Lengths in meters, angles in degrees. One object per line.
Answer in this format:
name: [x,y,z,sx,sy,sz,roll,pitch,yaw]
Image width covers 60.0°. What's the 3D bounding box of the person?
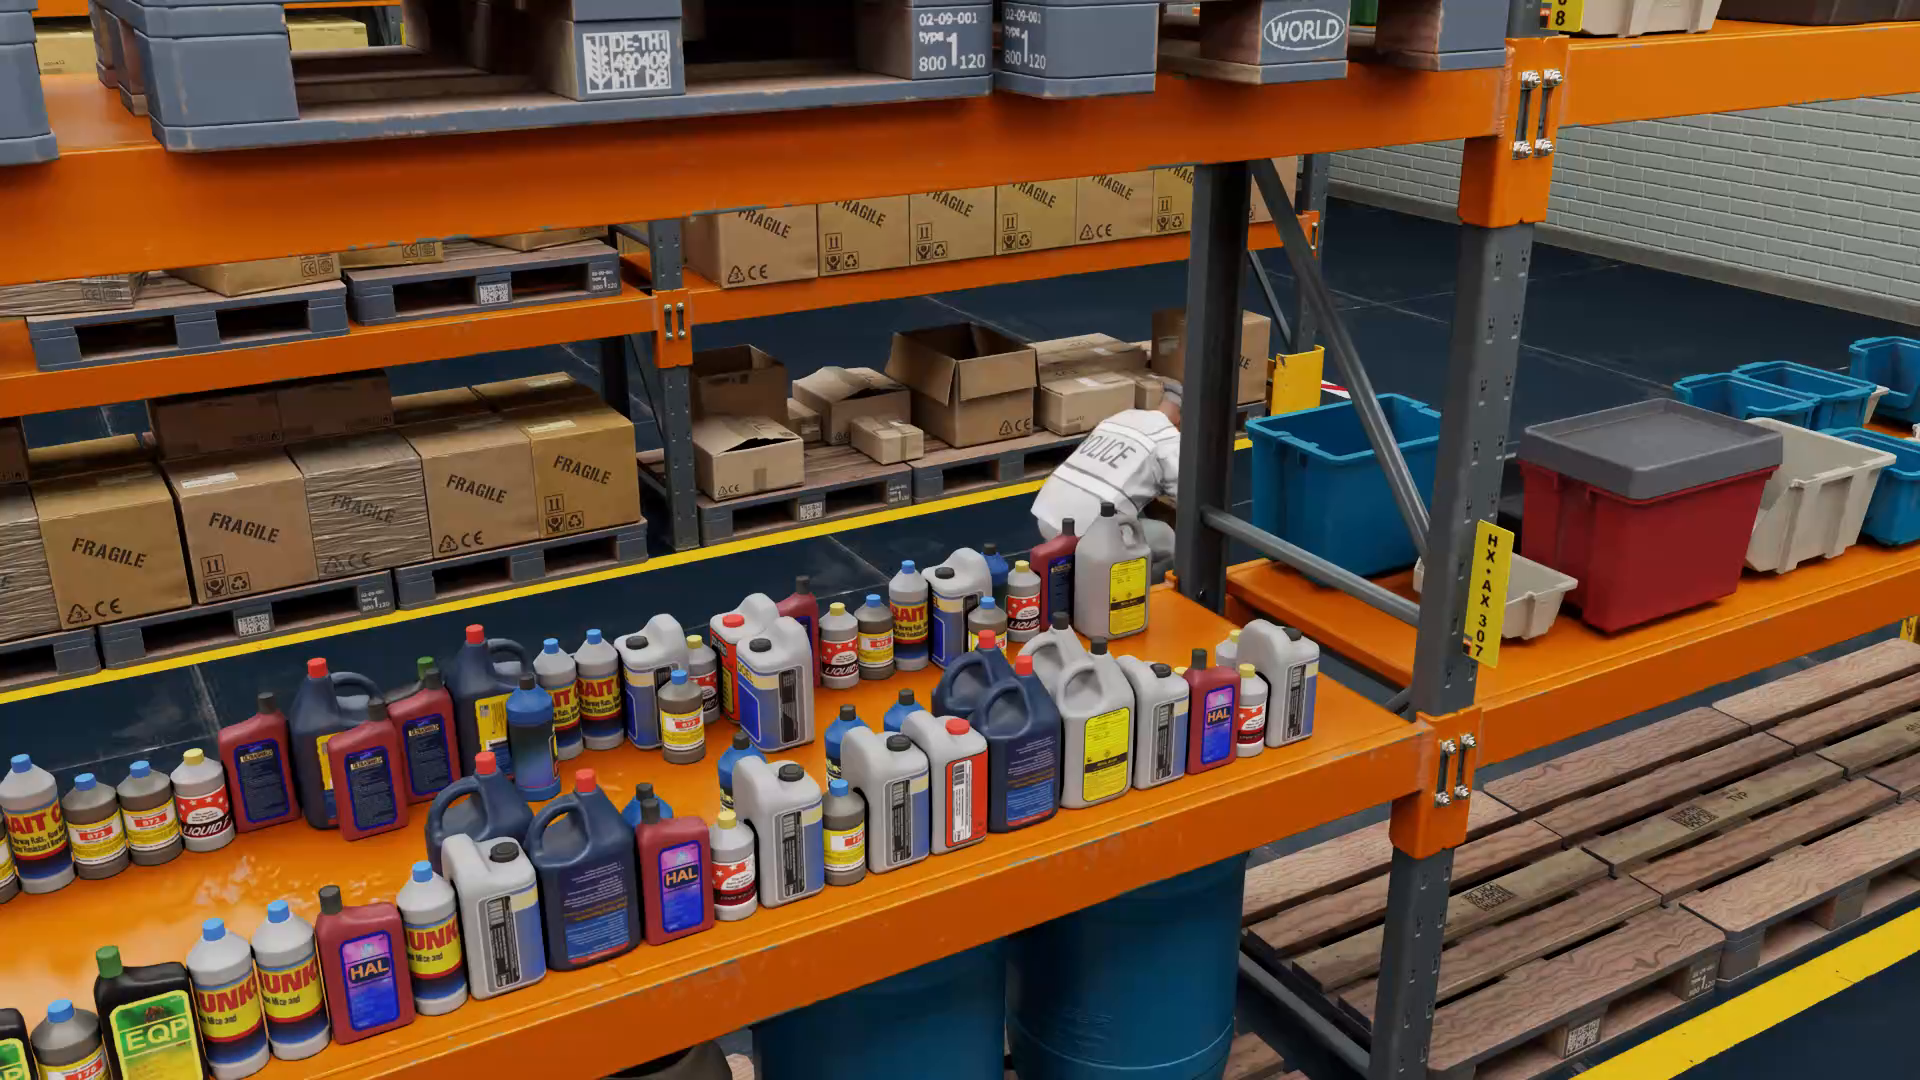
person: [0.756,-0.146,7.507,0.923,0.985,0.534,-13,25,-29]
